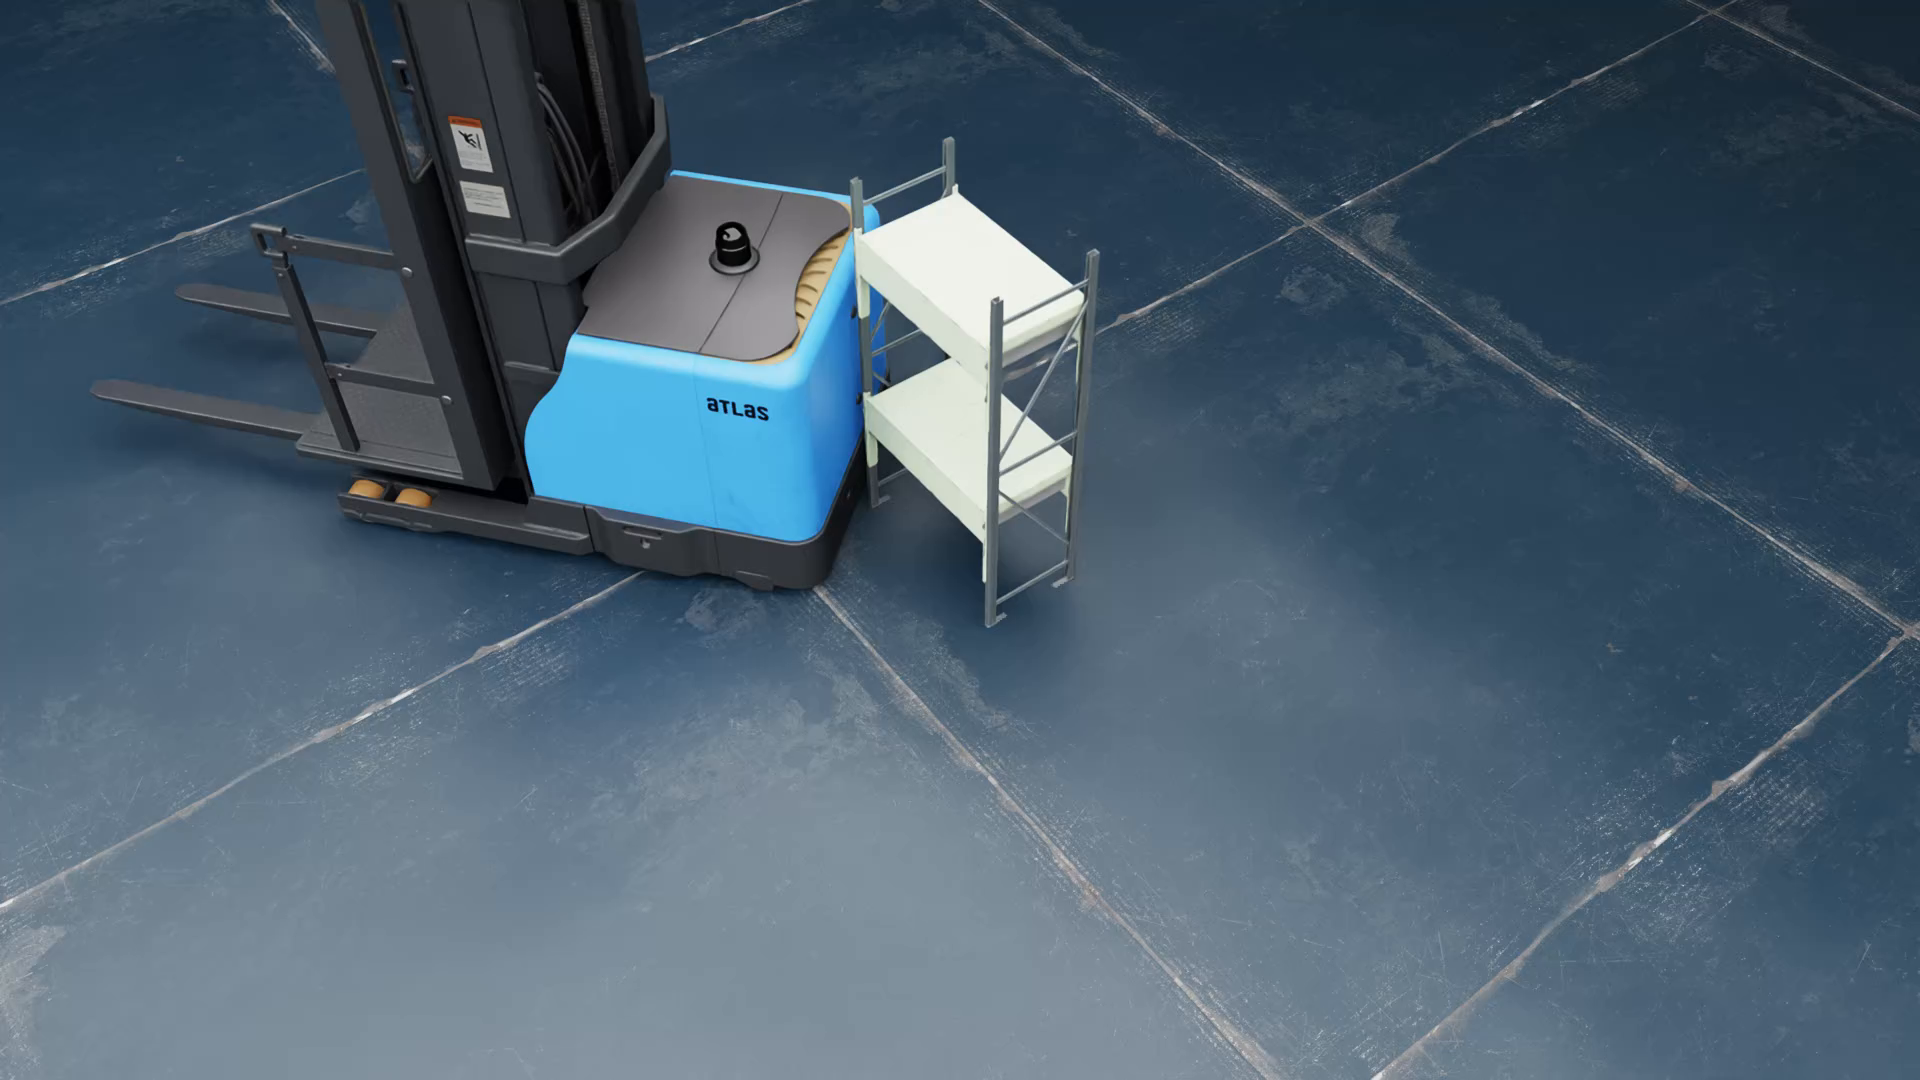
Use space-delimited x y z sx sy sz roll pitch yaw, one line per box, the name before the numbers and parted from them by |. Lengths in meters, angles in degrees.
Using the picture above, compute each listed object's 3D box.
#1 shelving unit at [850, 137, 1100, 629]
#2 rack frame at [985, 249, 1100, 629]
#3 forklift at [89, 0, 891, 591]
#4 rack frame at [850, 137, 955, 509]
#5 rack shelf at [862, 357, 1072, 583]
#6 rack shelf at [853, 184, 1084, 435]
shelving unit | 0.036 -0.498 5.689 0.431 1.500 0.755 -29 54 -24
rack frame | 0.255 -0.281 5.492 0.400 1.500 0.023 -29 54 -24
forklift | -1.845 -1.386 5.528 3.031 2.935 1.130 10 49 9
rack frame | -0.183 -0.715 5.886 0.400 1.500 0.023 -29 54 -24
rack shelf | 0.036 -0.279 5.931 0.431 0.370 0.720 -29 54 -24
rack shelf | 0.036 -0.760 5.400 0.431 0.370 0.720 -29 54 -24
